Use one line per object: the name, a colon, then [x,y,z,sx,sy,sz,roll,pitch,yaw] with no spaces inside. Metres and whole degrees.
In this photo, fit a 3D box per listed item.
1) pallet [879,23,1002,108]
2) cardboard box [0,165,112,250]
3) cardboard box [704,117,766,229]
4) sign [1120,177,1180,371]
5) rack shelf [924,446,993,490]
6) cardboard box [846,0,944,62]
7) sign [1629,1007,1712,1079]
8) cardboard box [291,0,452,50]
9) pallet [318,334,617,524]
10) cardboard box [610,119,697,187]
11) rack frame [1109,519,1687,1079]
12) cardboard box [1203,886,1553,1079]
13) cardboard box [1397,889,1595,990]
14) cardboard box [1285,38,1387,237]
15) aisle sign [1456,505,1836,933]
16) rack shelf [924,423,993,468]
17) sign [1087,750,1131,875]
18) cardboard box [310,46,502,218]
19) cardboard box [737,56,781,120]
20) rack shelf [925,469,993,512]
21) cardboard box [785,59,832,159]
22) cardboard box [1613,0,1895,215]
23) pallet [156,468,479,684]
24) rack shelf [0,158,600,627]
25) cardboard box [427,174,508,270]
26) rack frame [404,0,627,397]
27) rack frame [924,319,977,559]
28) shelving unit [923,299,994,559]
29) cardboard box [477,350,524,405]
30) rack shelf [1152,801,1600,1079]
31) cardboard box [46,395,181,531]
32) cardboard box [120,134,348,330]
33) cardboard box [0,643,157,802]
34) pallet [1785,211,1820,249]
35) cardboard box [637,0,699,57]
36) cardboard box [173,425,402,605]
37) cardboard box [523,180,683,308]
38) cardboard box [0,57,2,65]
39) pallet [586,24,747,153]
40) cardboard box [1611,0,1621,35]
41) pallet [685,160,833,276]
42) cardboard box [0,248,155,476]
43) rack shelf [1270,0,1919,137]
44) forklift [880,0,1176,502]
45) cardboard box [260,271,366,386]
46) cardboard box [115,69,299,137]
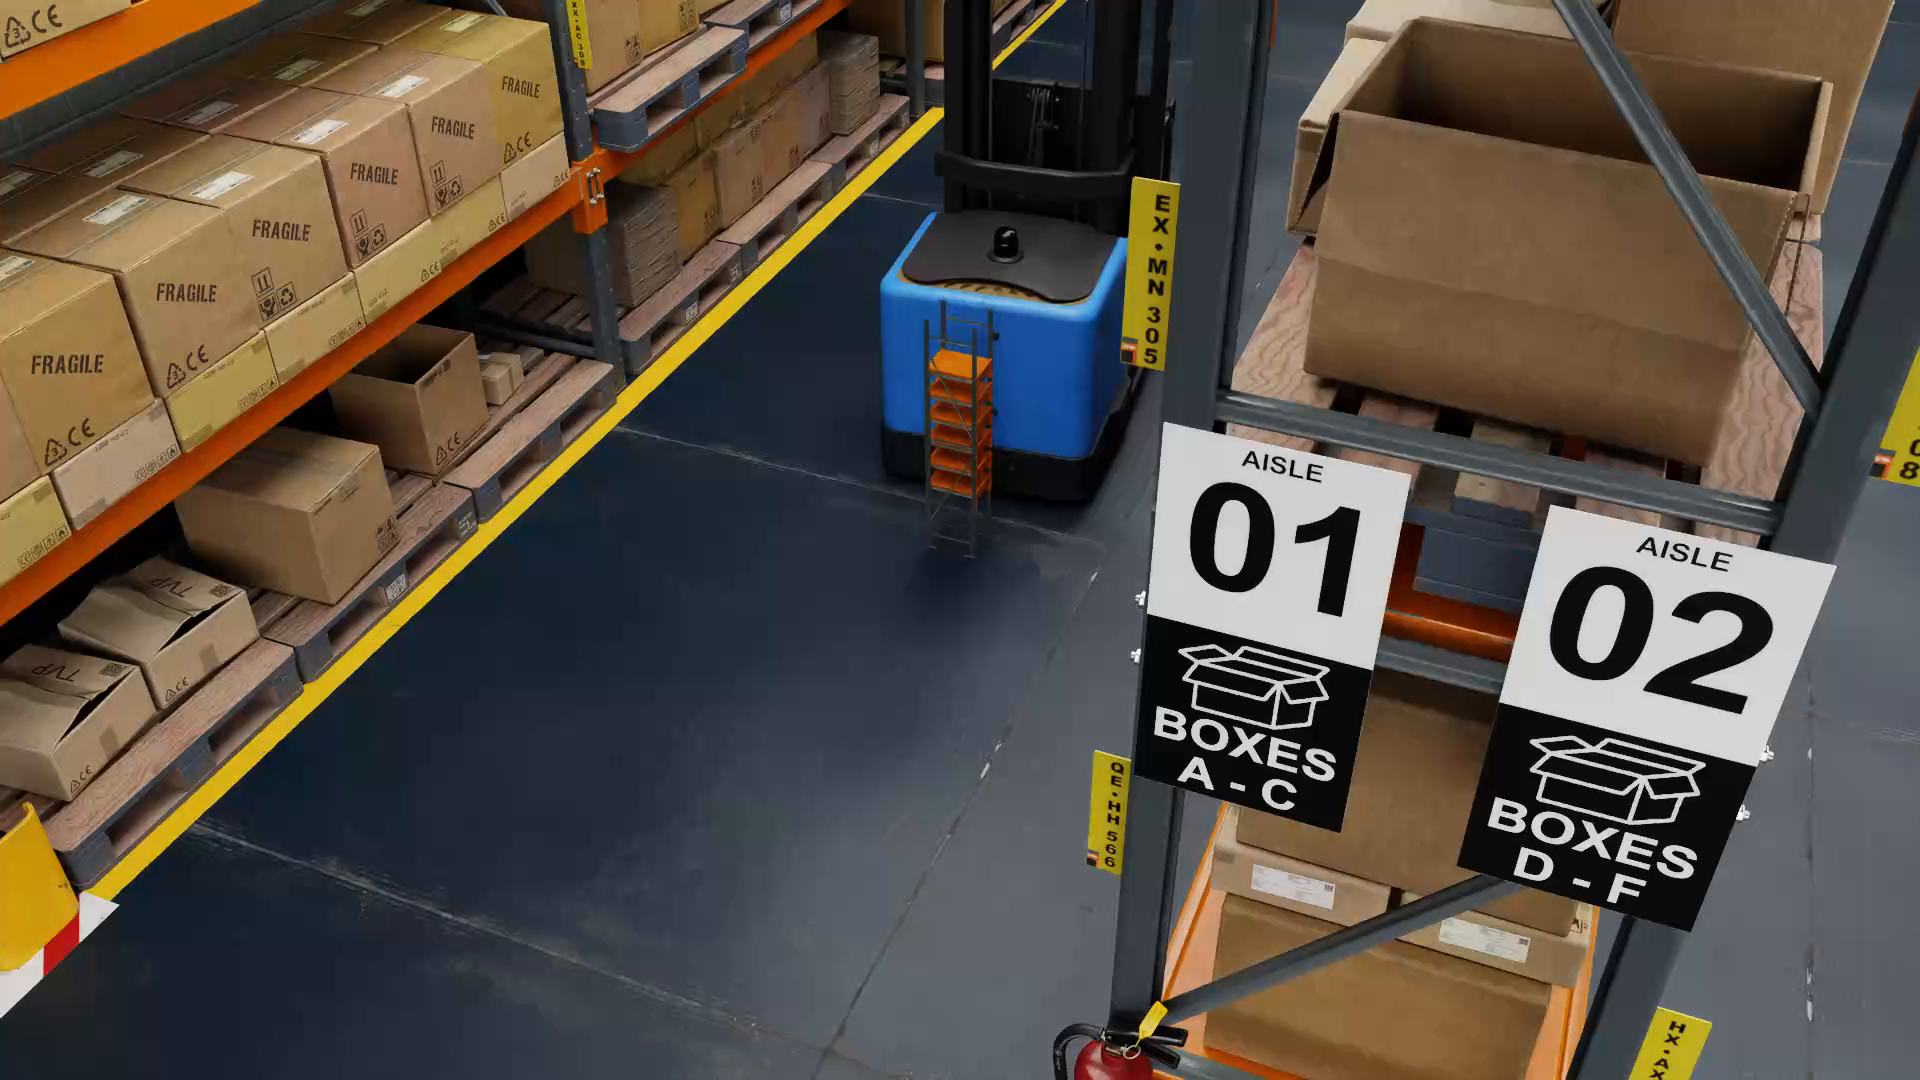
pallet: [-0.363,-3.614,12.409,1.003,0.211,1.213,14,39,18]
cardboard box: [-3.400,-1.004,6.070,0.500,0.500,0.500,13,39,17]
cardboard box: [-1.608,-2.254,9.981,0.700,0.500,0.500,14,39,18]
sign: [0.309,-0.412,2.617,0.100,0.325,0.005,14,39,18]
rack shelf: [-0.006,-0.341,7.479,0.258,0.103,0.180,14,39,18]
cardboard box: [-0.331,-3.996,12.036,0.750,0.750,0.750,13,39,17]
sign: [1.317,0.995,3.124,0.100,0.325,0.005,14,39,18]
cardboard box: [-2.627,-2.133,7.580,0.500,0.500,0.500,13,39,17]
pallet: [-2.477,-0.601,8.377,1.003,0.211,1.213,14,39,18]
cardboard box: [-1.825,-2.229,9.320,0.500,0.250,0.500,13,39,17]
rack frame: [0.806,1.244,3.581,1.000,3.000,0.127,14,39,18]
cardboard box: [0.995,0.948,3.893,0.700,0.500,0.500,14,39,18]
cardboard box: [1.154,0.776,3.582,0.380,0.149,0.250,14,39,17]
cardboard box: [1.000,-0.820,3.493,0.500,0.250,0.500,14,39,18]
aisle sign: [1.064,0.309,2.660,0.394,0.787,0.004,14,39,18]
rack shelf: [-0.006,-0.437,7.407,0.258,0.103,0.180,14,39,18]
sign: [0.309,0.554,3.339,0.100,0.325,0.005,14,39,18]
cardboard box: [-2.333,-1.736,7.049,0.500,0.500,0.500,14,39,17]
cardboard box: [-1.424,-2.790,10.071,0.500,0.250,0.500,14,39,18]
rack shelf: [-0.006,-0.245,7.550,0.258,0.103,0.180,14,39,18]
cardboard box: [-1.262,-2.818,10.735,0.700,0.500,0.500,14,39,18]
cardboard box: [1.691,-1.079,3.632,0.500,0.500,0.500,14,39,18]
pallet: [-2.940,0.077,7.470,1.003,0.211,1.213,14,39,18]
rack shelf: [-3.016,-0.702,6.784,1.077,0.370,4.000,14,39,18]
cardboard box: [-2.352,-1.440,7.280,0.500,0.250,0.500,14,39,18]
rack frame: [-2.255,-2.097,8.051,1.000,3.000,0.127,14,39,18]
rack frame: [-0.040,-0.422,7.312,0.240,1.200,0.006,14,39,18]
shelving unit: [-0.006,-0.473,7.380,0.258,1.200,0.189,14,39,18]
cardboard box: [-2.430,-0.836,8.362,0.380,0.166,0.250,9,38,12]
rack shelf: [1.567,0.424,5.278,1.077,0.370,4.000,14,39,18]
cardboard box: [-3.113,-0.319,5.780,0.500,0.250,0.500,13,39,16]
cardboard box: [-2.732,-1.171,6.294,0.500,0.500,0.500,15,39,19]
cardboard box: [-3.430,0.655,6.246,0.500,0.311,0.500,10,38,13]
pallet: [1.562,-0.986,4.132,1.003,0.211,1.213,14,39,18]
cardboard box: [-1.810,-2.895,8.667,0.700,0.500,0.500,18,40,22]
cardboard box: [-2.888,-0.131,7.140,0.700,0.500,0.500,11,38,15]
cardboard box: [-1.990,-1.684,9.218,0.700,0.500,0.500,15,39,19]
cardboard box: [-3.181,-1.550,4.712,0.500,0.500,0.500,16,40,21]
pallet: [-1.829,-2.411,8.630,1.003,0.211,1.213,14,39,18]
cardboard box: [1.585,-1.555,4.266,0.797,0.503,0.637,18,40,23]
pallet: [-1.497,-2.090,10.369,1.003,0.211,1.213,14,39,18]
cardboard box: [-3.120,-0.598,5.527,0.500,0.500,0.500,14,39,18]
rack shelf: [1.567,-1.818,3.601,1.077,0.370,4.000,14,39,18]
forklift: [0.527,-2.240,8.299,1.130,2.935,3.031,10,38,13]
cardboard box: [-2.719,-0.879,6.530,0.500,0.250,0.500,14,39,18]
cardboard box: [-3.022,-1.573,6.831,0.500,0.500,0.500,15,39,19]
